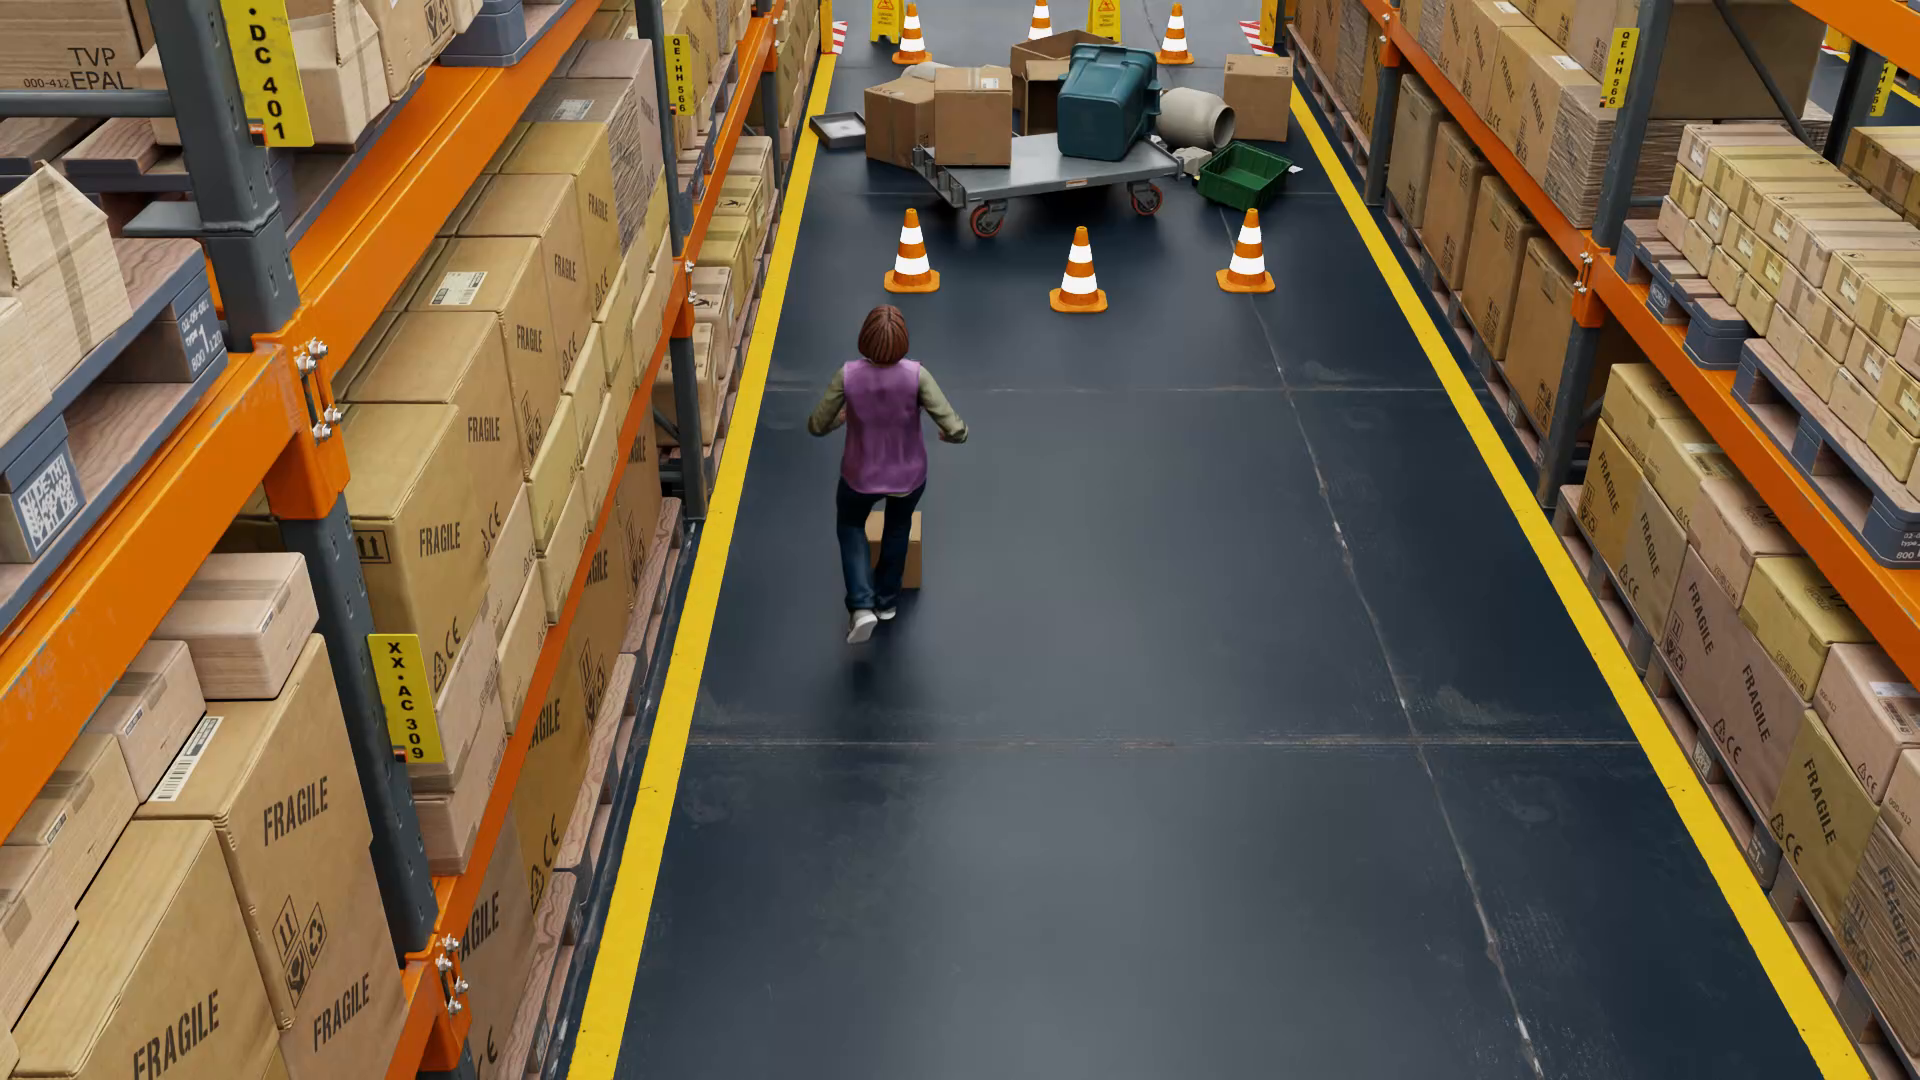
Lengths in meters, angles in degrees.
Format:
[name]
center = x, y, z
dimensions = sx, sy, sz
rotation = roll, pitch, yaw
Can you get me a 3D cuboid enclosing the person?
[person]
center = -0.294, -0.283, 6.642
dimensions = 0.610, 1.537, 0.620
rotation = -3, 32, -5
